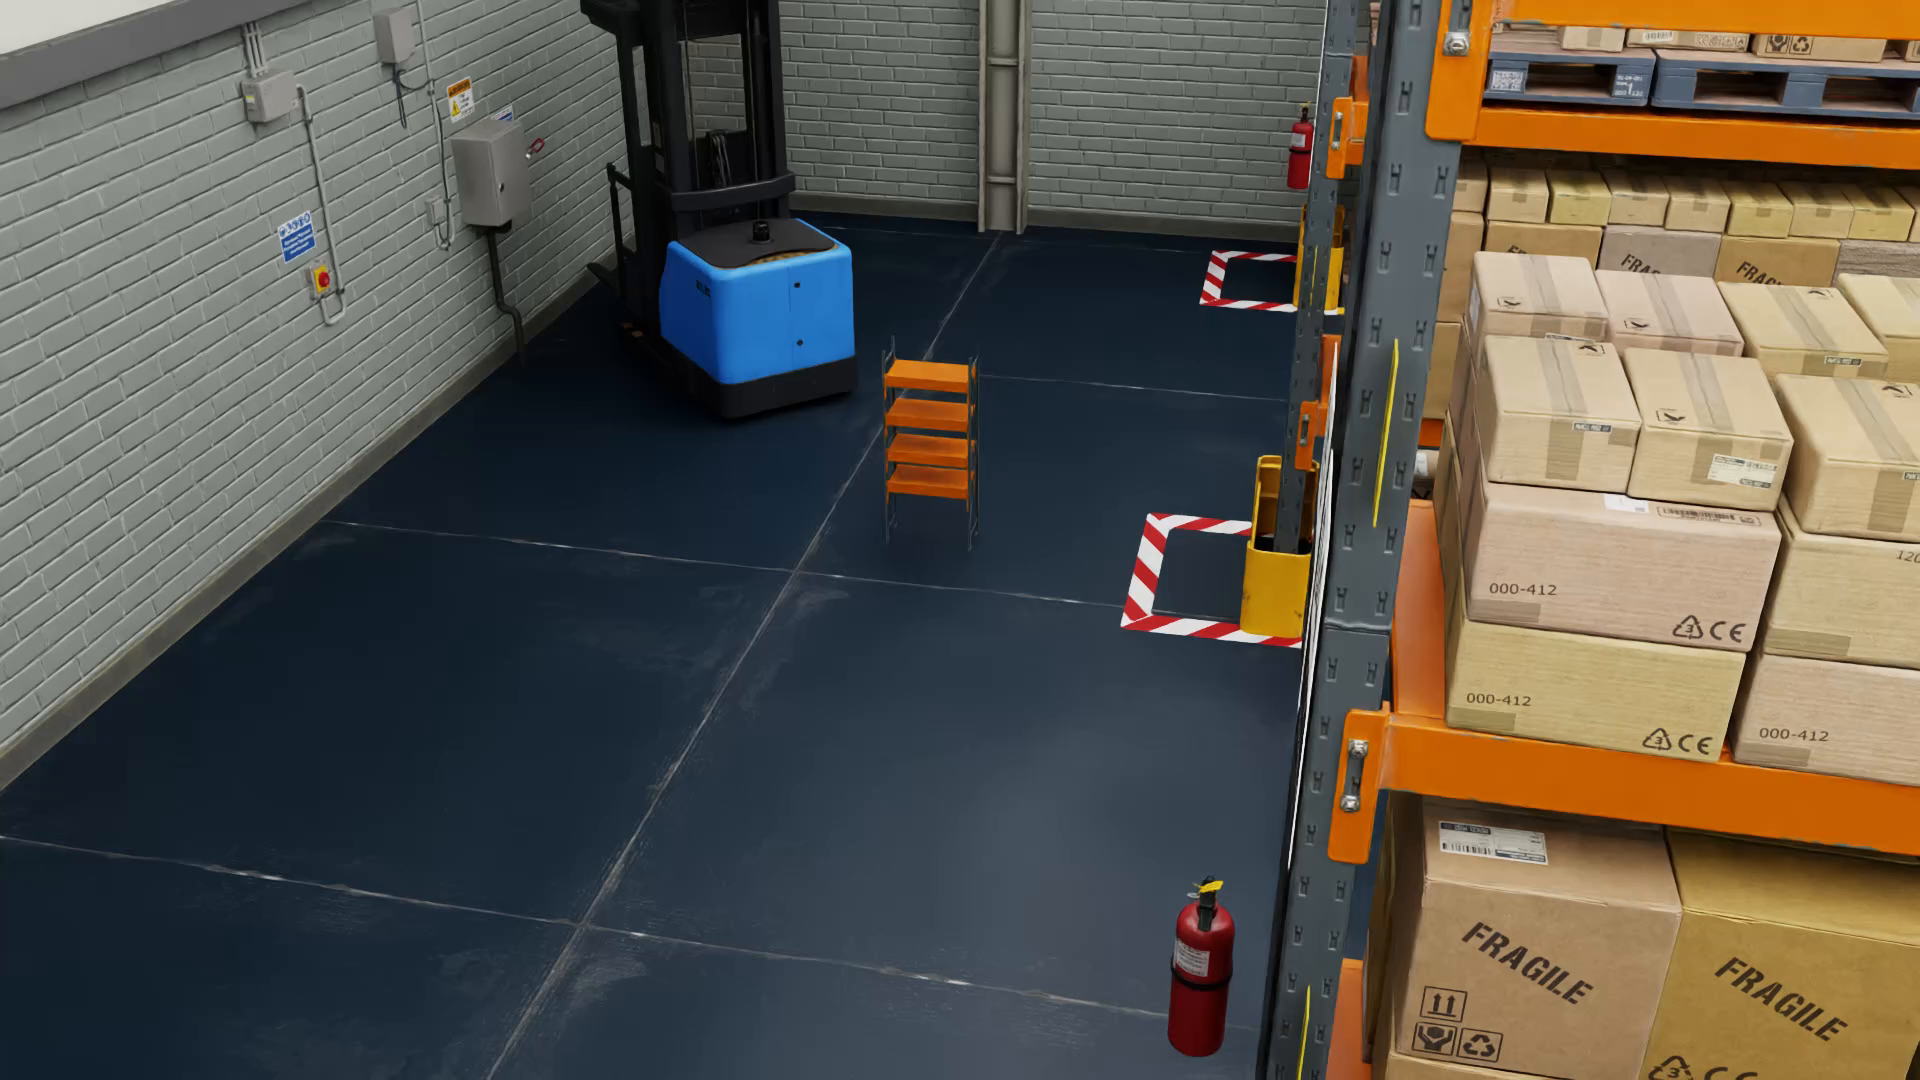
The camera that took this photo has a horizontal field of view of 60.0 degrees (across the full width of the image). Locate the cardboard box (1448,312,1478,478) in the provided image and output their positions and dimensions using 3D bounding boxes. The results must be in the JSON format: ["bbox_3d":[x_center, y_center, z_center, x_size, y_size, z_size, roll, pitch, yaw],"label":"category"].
[{"bbox_3d":[1.367,-0.285,3.659,0.500,0.250,0.500,5,29,9],"label":"cardboard box"}]

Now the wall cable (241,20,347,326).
[{"bbox_3d":[-3.721,-2.091,9.356,0.123,1.953,0.585,6,29,11],"label":"wall cable"}]

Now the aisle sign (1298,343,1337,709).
[{"bbox_3d":[0.854,-0.031,3.976,0.004,0.787,0.394,6,29,11],"label":"aisle sign"}]

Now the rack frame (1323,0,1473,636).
[{"bbox_3d":[0.863,-1.374,2.889,0.127,3.000,1.000,6,29,11],"label":"rack frame"}]

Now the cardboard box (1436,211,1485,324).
[{"bbox_3d":[2.208,-1.378,7.998,0.500,0.500,0.500,5,29,9],"label":"cardboard box"}]

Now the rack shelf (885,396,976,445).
[{"bbox_3d":[-0.162,-0.680,9.417,0.480,0.148,0.258,6,29,11],"label":"rack shelf"}]

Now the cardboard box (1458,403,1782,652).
[{"bbox_3d":[1.248,-0.045,3.220,0.500,0.250,0.500,6,29,11],"label":"cardboard box"}]

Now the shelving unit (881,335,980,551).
[{"bbox_3d":[-0.162,-0.543,9.492,0.503,1.200,0.258,6,29,11],"label":"shelving unit"}]

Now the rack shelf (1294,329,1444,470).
[{"bbox_3d":[3.754,-0.561,8.401,4.000,0.370,1.077,6,29,11],"label":"rack shelf"}]

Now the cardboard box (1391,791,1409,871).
[{"bbox_3d":[1.363,0.574,4.124,0.500,0.500,0.500,5,29,10],"label":"cardboard box"}]

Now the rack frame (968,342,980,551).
[{"bbox_3d":[0.077,-0.518,9.448,0.015,1.200,0.240,6,29,11],"label":"rack frame"}]

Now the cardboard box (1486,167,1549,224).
[{"bbox_3d":[2.589,-1.606,7.739,0.250,0.149,0.380,7,29,12],"label":"cardboard box"}]

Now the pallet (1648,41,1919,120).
[{"bbox_3d":[3.722,-2.163,7.547,1.213,0.211,1.003,6,29,11],"label":"pallet"}]

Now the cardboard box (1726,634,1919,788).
[{"bbox_3d":[1.763,0.227,3.244,0.500,0.250,0.500,7,29,12],"label":"cardboard box"}]

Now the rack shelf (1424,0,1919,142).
[{"bbox_3d":[2.819,-0.857,2.696,4.000,0.370,1.077,6,29,11],"label":"rack shelf"}]

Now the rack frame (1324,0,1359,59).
[{"bbox_3d":[1.798,-3.709,7.154,0.127,3.000,1.000,6,29,11],"label":"rack frame"}]

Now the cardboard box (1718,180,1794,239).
[{"bbox_3d":[3.595,-1.503,7.552,0.250,0.149,0.380,5,29,9],"label":"cardboard box"}]

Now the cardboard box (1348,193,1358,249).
[{"bbox_3d":[3.409,-2.392,13.158,0.637,0.503,0.797,5,29,9],"label":"cardboard box"}]

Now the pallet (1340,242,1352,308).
[{"bbox_3d":[3.685,-2.099,13.364,1.213,0.211,1.003,6,29,11],"label":"pallet"}]

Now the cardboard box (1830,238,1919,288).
[{"bbox_3d":[4.196,-1.178,7.632,0.500,0.500,0.500,6,29,11],"label":"cardboard box"}]

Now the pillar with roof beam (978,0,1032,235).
[{"bbox_3d":[-0.517,-4.712,8.987,0.400,9.000,9.100,6,29,11],"label":"pillar with roof beam"}]

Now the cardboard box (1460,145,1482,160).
[{"bbox_3d":[2.444,-1.888,8.255,0.250,0.149,0.380,6,29,11],"label":"cardboard box"}]

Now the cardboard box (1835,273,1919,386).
[{"bbox_3d":[2.002,-0.420,3.490,0.250,0.149,0.380,6,29,11],"label":"cardboard box"}]

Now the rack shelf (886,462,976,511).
[{"bbox_3d":[-0.162,-0.310,9.620,0.480,0.148,0.258,6,29,11],"label":"rack shelf"}]

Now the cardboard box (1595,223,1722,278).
[{"bbox_3d":[3.220,-1.281,7.822,0.500,0.500,0.500,6,29,10],"label":"cardboard box"}]

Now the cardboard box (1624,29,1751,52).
[{"bbox_3d":[3.251,-2.409,7.454,0.500,0.311,0.500,6,29,11],"label":"cardboard box"}]

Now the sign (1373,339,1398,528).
[{"bbox_3d":[0.750,-0.187,2.934,0.005,0.325,0.100,6,29,11],"label":"sign"}]

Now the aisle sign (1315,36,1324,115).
[{"bbox_3d":[1.792,-2.371,8.249,0.004,0.787,0.394,6,29,11],"label":"aisle sign"}]

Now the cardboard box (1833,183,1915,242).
[{"bbox_3d":[4.105,-1.483,7.514,0.250,0.149,0.380,5,29,9],"label":"cardboard box"}]

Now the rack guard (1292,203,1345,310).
[{"bbox_3d":[2.905,-2.305,13.439,0.348,0.500,1.175,6,29,11],"label":"rack guard"}]

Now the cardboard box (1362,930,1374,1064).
[{"bbox_3d":[1.241,1.268,4.573,0.250,0.149,0.380,6,29,11],"label":"cardboard box"}]

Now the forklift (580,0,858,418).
[{"bbox_3d":[-1.911,-2.768,11.754,1.130,2.935,3.031,-17,33,-27],"label":"forklift"}]

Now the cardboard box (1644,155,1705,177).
[{"bbox_3d":[3.450,-1.800,8.094,0.250,0.149,0.380,7,29,12],"label":"cardboard box"}]

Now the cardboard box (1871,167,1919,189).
[{"bbox_3d":[4.458,-1.715,7.938,0.250,0.149,0.380,5,29,9],"label":"cardboard box"}]

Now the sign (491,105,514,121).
[{"bbox_3d":[-3.239,-2.815,11.867,0.001,0.494,0.329,6,29,11],"label":"sign"}]

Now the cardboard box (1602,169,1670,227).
[{"bbox_3d":[3.118,-1.587,7.704,0.250,0.149,0.380,6,29,11],"label":"cardboard box"}]

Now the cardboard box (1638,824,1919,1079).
[{"bbox_3d":[1.742,0.862,3.597,0.500,0.500,0.500,7,29,12],"label":"cardboard box"}]

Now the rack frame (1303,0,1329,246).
[{"bbox_3d":[2.831,-3.409,12.853,0.127,3.000,1.000,6,29,11],"label":"rack frame"}]

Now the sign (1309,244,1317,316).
[{"bbox_3d":[1.676,-1.232,7.893,0.005,0.325,0.100,6,29,11],"label":"sign"}]

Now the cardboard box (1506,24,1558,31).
[{"bbox_3d":[2.684,-2.504,7.796,0.250,0.149,0.380,4,29,7],"label":"cardboard box"}]

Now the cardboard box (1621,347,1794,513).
[{"bbox_3d":[1.378,-0.213,3.113,0.250,0.149,0.380,7,29,13],"label":"cardboard box"}]

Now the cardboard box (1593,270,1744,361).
[{"bbox_3d":[1.475,-0.431,3.510,0.250,0.149,0.380,6,29,11],"label":"cardboard box"}]

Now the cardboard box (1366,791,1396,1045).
[{"bbox_3d":[1.356,1.007,4.373,0.500,0.500,0.500,6,29,12],"label":"cardboard box"}]

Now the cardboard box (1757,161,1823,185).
[{"bbox_3d":[3.970,-1.758,8.017,0.250,0.149,0.380,6,29,11],"label":"cardboard box"}]

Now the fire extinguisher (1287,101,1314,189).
[{"bbox_3d":[2.590,-3.009,12.592,0.183,0.674,0.296,6,29,11],"label":"fire extinguisher"}]

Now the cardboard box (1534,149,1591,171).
[{"bbox_3d":[2.952,-1.857,8.198,0.250,0.149,0.380,7,29,12],"label":"cardboard box"}]

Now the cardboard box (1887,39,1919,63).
[{"bbox_3d":[4.384,-2.386,7.211,0.637,0.503,0.797,8,30,14],"label":"cardboard box"}]

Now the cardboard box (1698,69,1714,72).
[{"bbox_3d":[5.342,-3.676,12.406,0.500,0.500,0.500,5,29,9],"label":"cardboard box"}]

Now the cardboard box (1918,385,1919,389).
[{"bbox_3d":[1.866,-0.127,2.955,0.250,0.149,0.380,6,29,11],"label":"cardboard box"}]

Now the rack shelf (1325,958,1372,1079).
[{"bbox_3d":[2.819,1.773,4.136,4.000,0.370,1.077,6,29,11],"label":"rack shelf"}]
